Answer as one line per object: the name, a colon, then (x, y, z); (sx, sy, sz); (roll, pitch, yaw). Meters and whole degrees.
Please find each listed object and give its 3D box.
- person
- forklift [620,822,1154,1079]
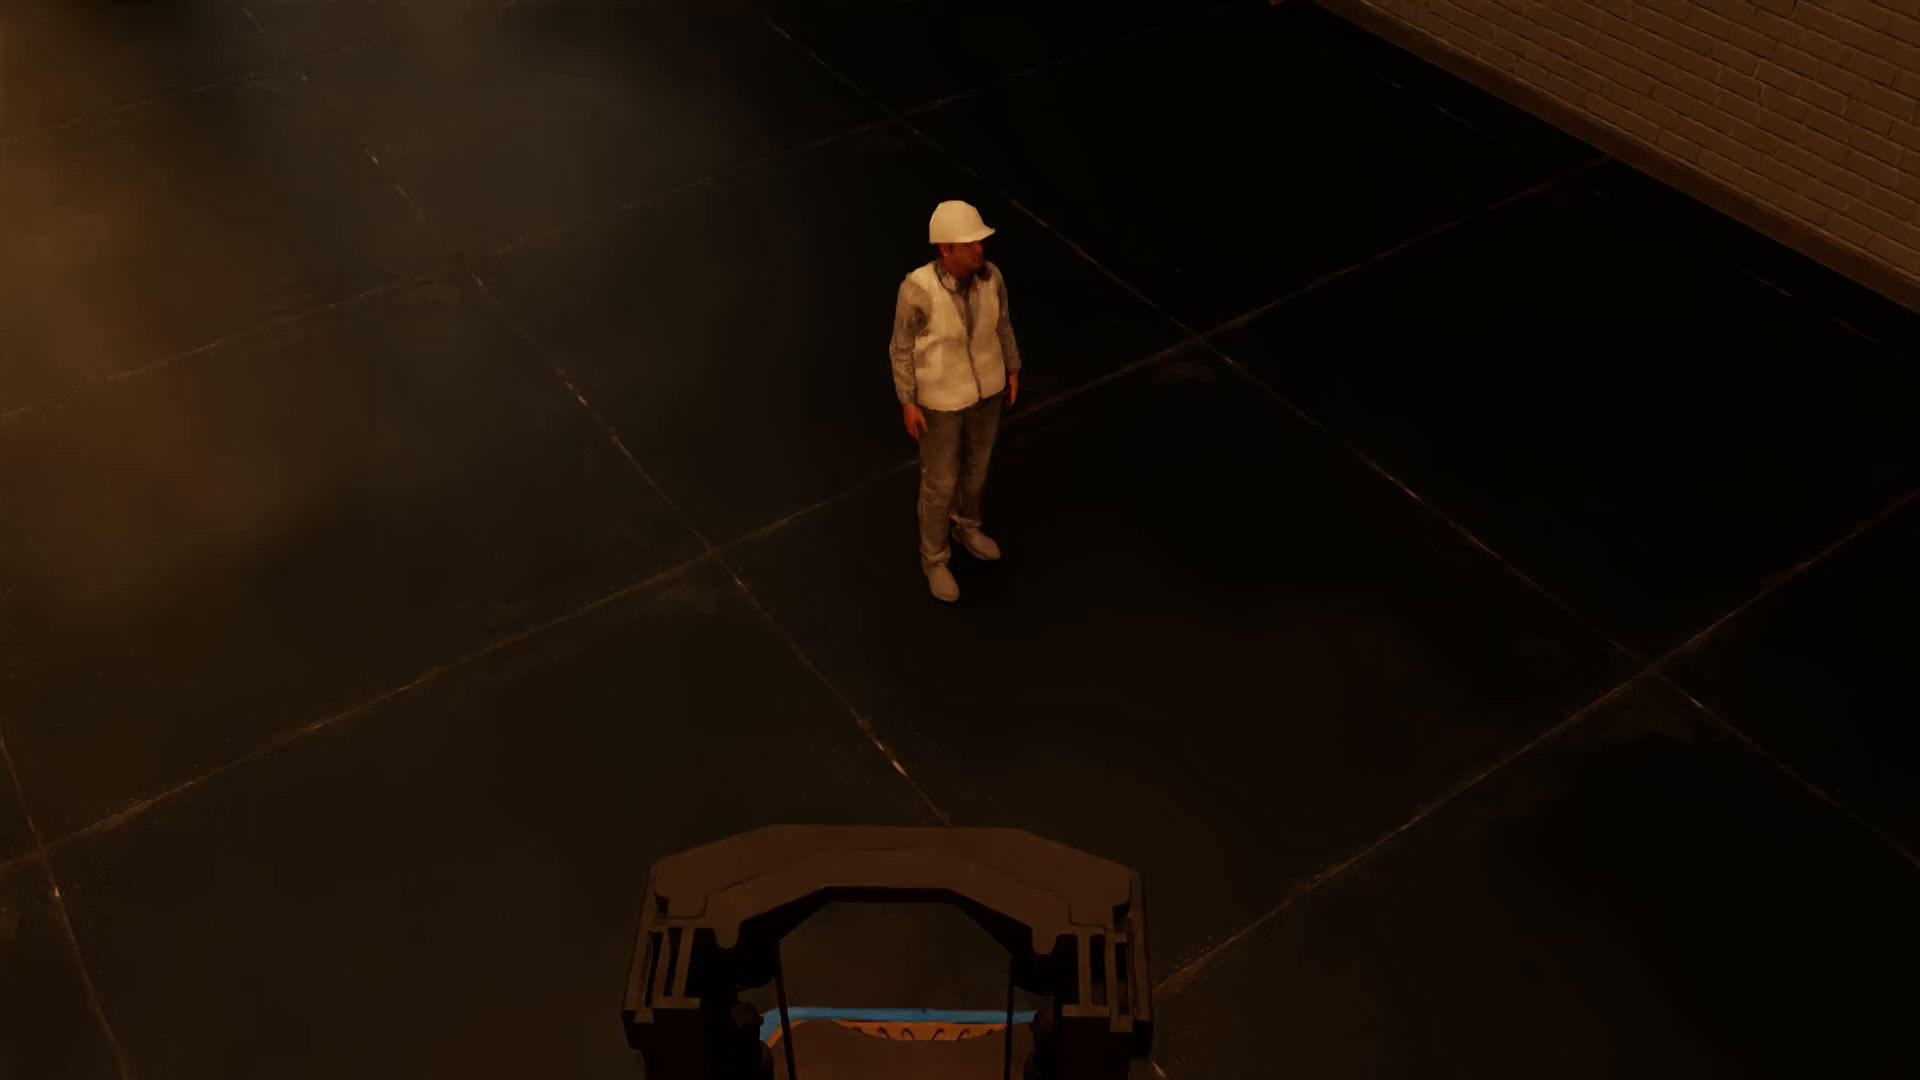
person: (0.029, -0.620, 7.231); (0.632, 1.773, 0.567); (-25, 48, -25)
forklift: (-0.137, 2.074, 3.465); (1.130, 2.935, 3.031); (1, 43, 1)
